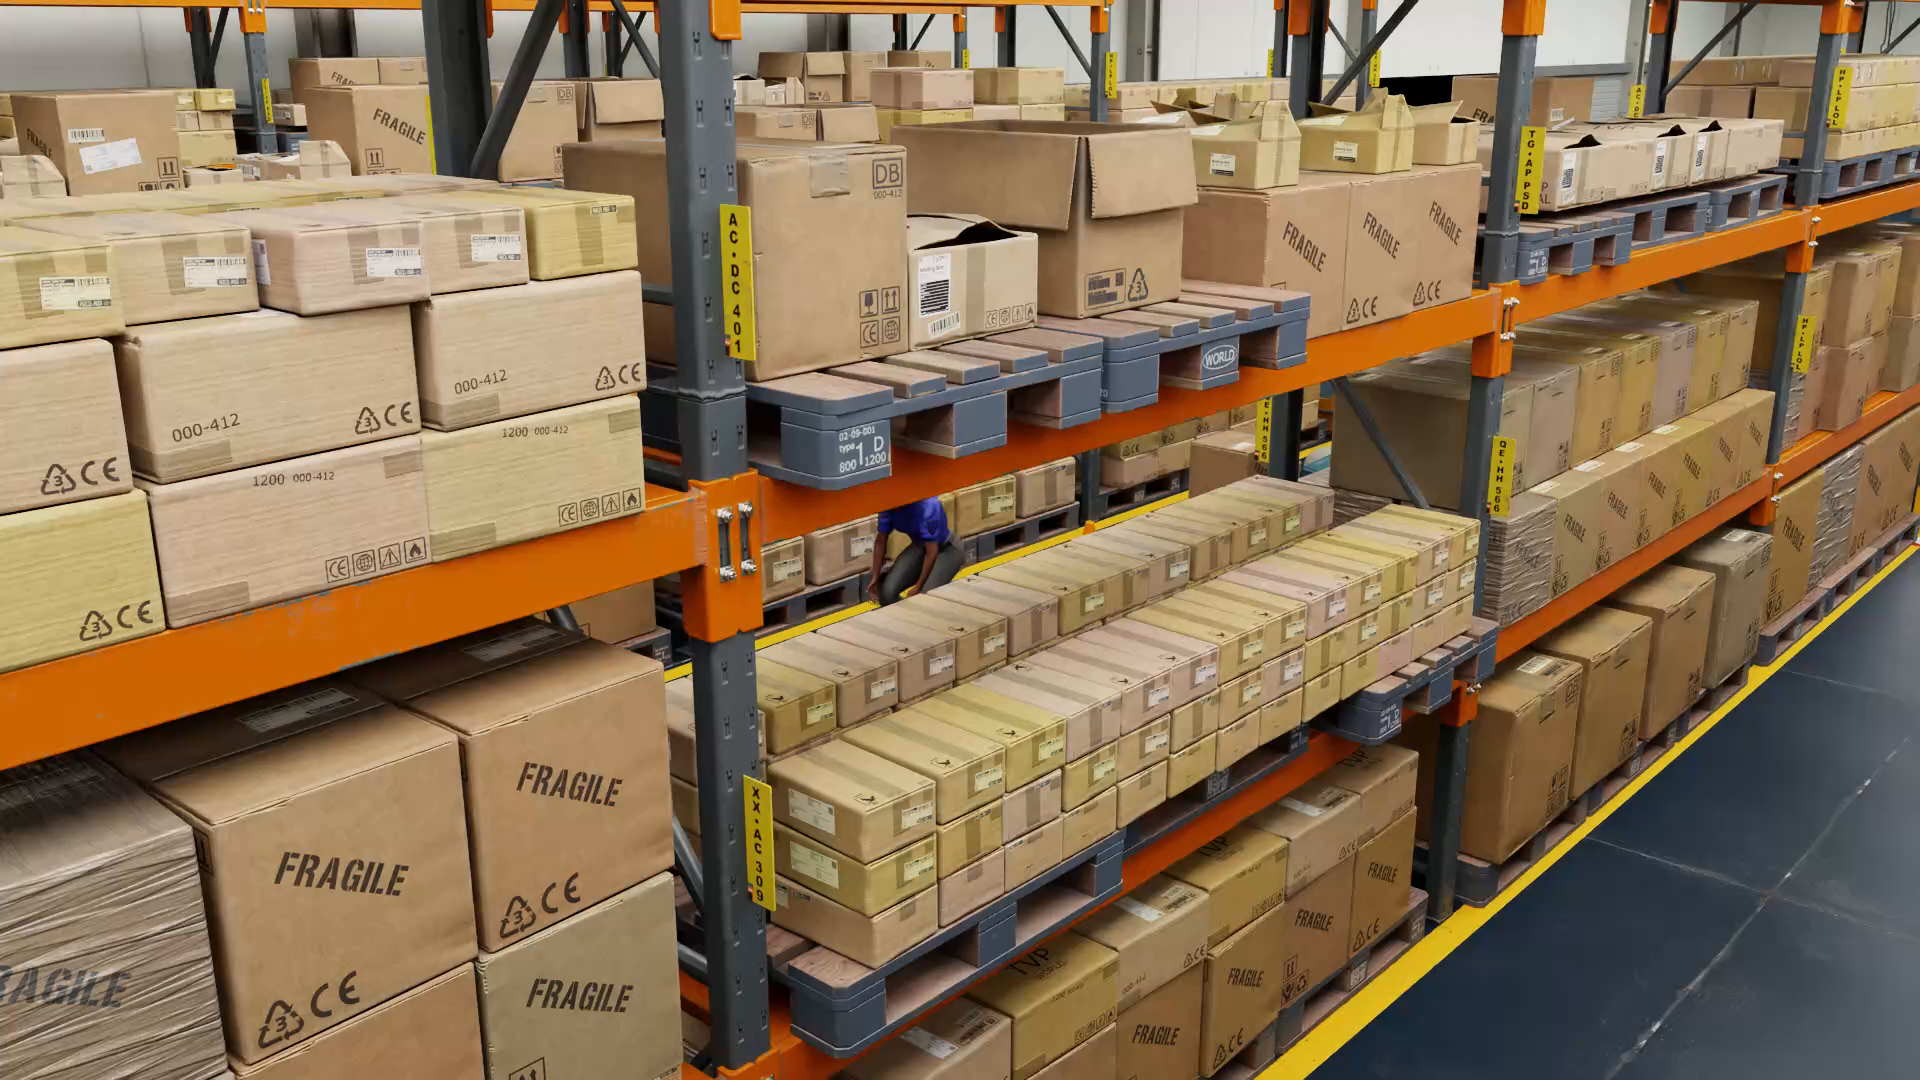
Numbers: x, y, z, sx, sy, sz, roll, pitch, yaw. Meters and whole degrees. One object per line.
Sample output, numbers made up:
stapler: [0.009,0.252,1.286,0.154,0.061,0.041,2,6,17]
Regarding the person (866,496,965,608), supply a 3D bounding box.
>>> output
person: [-0.252,0.147,10.236,0.496,1.277,0.684,15,22,40]
